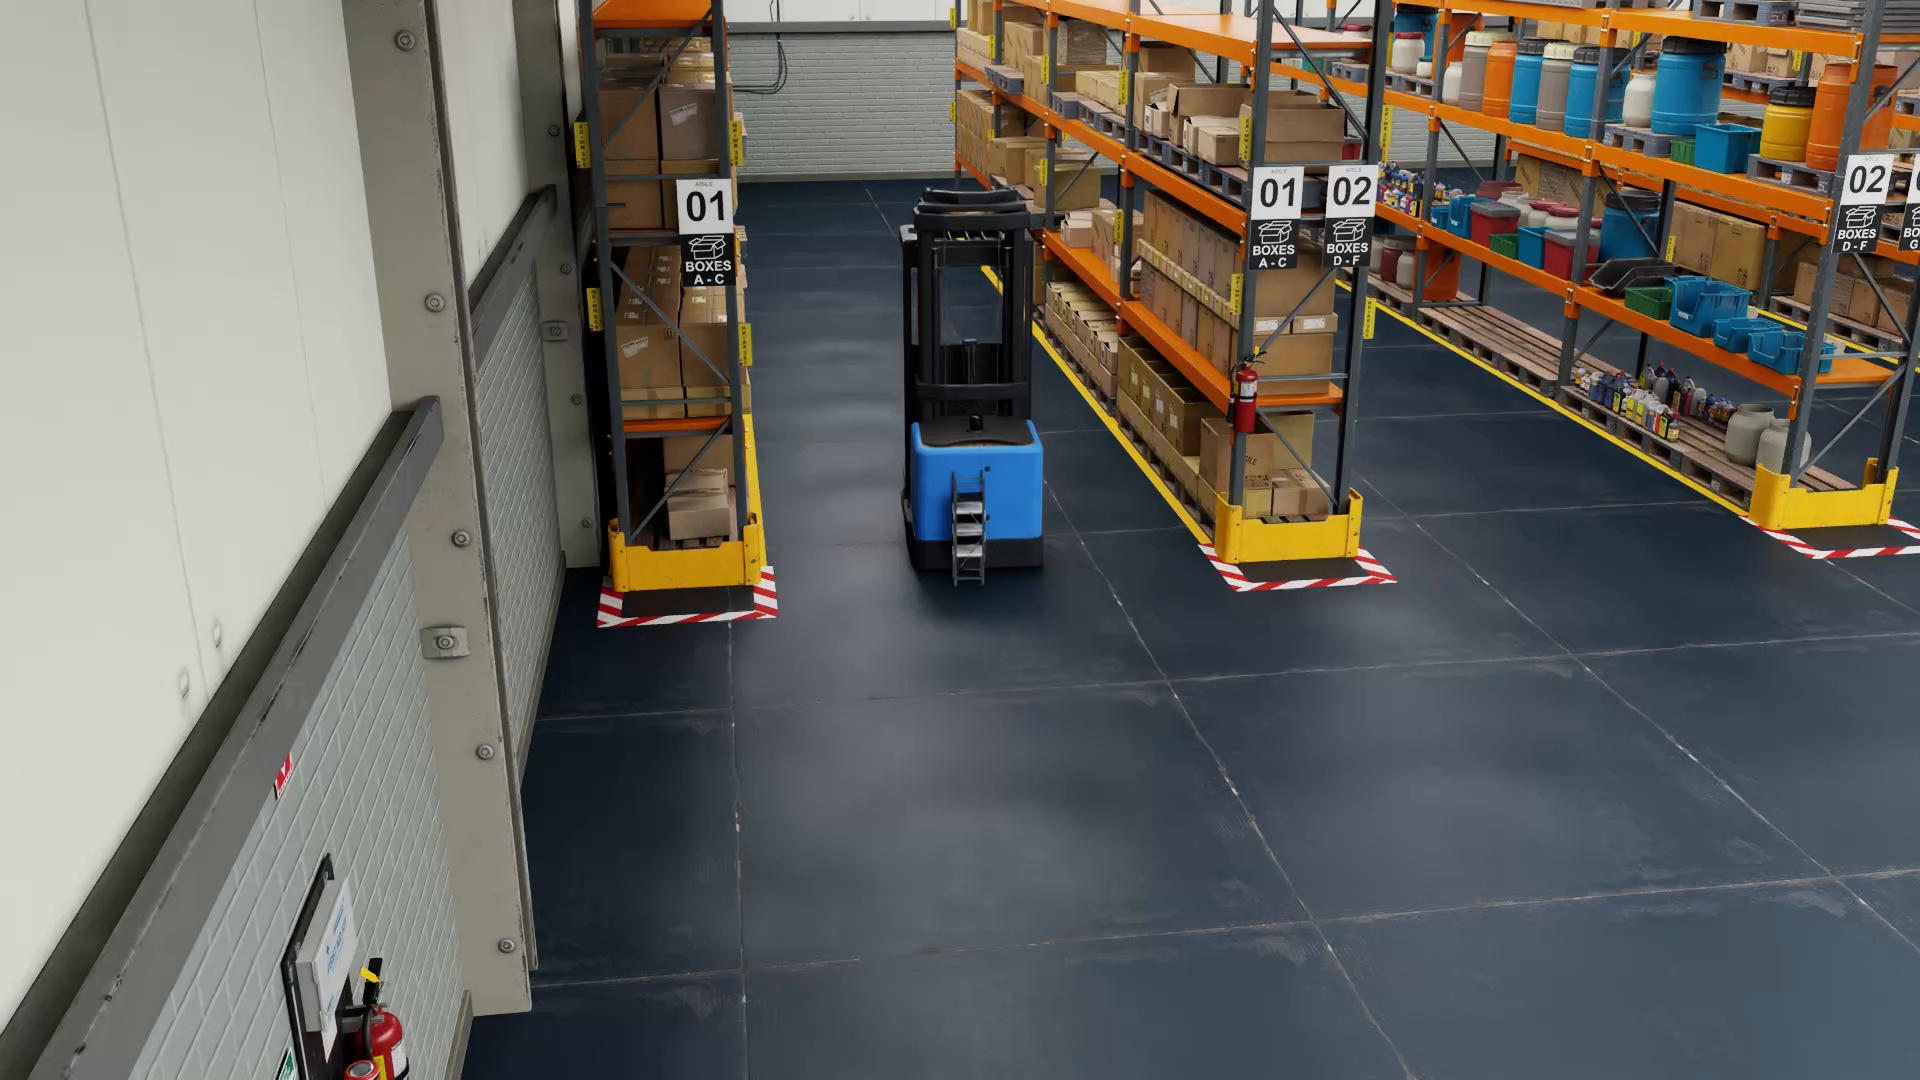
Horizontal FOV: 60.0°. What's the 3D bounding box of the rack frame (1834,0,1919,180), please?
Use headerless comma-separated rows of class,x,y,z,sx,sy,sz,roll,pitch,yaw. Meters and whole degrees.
rack frame,7.627,-4.365,13.041,1.000,3.000,0.127,-3,21,-8

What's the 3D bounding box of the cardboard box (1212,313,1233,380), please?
cardboard box,2.589,-1.696,14.328,0.700,0.500,0.500,-2,21,-6

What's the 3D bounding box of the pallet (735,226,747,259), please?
pallet,-3.122,-3.493,19.556,1.213,0.211,1.003,-3,21,-8

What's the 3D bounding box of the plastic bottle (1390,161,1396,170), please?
plastic bottle,6.353,-5.384,24.415,0.144,0.351,0.185,-3,21,-8

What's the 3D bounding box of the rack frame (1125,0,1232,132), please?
rack frame,2.148,-5.501,16.083,1.000,3.000,0.127,-3,21,-8

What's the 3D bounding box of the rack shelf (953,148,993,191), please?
rack shelf,0.706,-5.816,26.529,1.077,0.370,4.000,-3,21,-8

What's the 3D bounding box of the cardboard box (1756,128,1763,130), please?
cardboard box,11.285,-5.345,22.662,0.797,0.503,0.637,-2,21,-6

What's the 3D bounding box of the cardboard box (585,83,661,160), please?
cardboard box,-2.498,-3.120,12.396,0.500,0.500,0.500,-2,21,-5

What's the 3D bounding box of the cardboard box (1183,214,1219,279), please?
cardboard box,2.435,-2.671,15.082,0.700,0.500,0.500,-3,21,-8

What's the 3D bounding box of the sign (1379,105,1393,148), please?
sign,3.275,-3.183,12.803,0.100,0.325,0.005,-3,21,-8

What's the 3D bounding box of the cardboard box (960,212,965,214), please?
cardboard box,0.288,-5.388,27.655,0.500,0.250,0.500,-3,21,-8

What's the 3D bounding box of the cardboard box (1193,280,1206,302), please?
cardboard box,2.293,-2.227,14.822,0.380,0.149,0.250,-2,21,-6

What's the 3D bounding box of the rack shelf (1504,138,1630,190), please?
rack shelf,10.510,-6.314,27.863,1.077,0.370,4.000,-3,21,-8

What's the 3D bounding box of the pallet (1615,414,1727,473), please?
pallet,7.285,-0.975,16.525,1.003,0.211,1.213,-3,21,-8

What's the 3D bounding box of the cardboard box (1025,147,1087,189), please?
cardboard box,1.310,-5.095,22.829,0.700,0.500,0.500,-8,22,-21

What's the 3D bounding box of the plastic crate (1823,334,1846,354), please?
plastic crate,7.816,-1.757,15.009,0.298,0.136,0.250,-3,21,-8

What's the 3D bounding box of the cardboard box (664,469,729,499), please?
cardboard box,-2.270,-0.443,14.328,0.500,0.311,0.500,-1,21,-3

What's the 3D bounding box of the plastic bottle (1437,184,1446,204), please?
plastic bottle,6.622,-4.758,22.851,0.097,0.271,0.097,0,20,0

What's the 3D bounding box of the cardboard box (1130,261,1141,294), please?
cardboard box,2.034,-2.789,17.610,0.500,0.250,0.500,-2,21,-4

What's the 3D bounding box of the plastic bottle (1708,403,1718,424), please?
plastic bottle,7.596,-1.280,16.728,0.097,0.201,0.097,0,20,0

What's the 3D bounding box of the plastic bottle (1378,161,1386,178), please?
plastic bottle,6.211,-5.377,24.396,0.144,0.351,0.185,-3,21,-8

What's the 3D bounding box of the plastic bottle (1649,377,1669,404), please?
plastic bottle,7.313,-1.578,17.419,0.152,0.276,0.135,-3,21,-8

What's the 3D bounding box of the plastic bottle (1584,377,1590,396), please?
plastic bottle,6.692,-1.631,17.668,0.097,0.201,0.097,0,20,0

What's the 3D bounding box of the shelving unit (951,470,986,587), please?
shelving unit,0.067,-0.088,13.166,0.258,0.900,0.210,-1,21,-4

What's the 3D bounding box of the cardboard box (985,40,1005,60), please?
cardboard box,0.656,-7.184,24.377,0.500,0.250,0.500,-3,21,-8

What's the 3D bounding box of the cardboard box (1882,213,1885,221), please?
cardboard box,11.389,-4.108,20.543,0.500,0.250,0.500,-4,21,-9

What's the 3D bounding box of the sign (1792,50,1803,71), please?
sign,10.824,-6.233,21.479,0.100,0.325,0.005,-3,21,-8

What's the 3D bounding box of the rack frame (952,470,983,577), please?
rack frame,0.059,-0.124,13.261,0.240,0.900,0.006,-1,21,-4

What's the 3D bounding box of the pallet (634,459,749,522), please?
pallet,-2.443,-0.479,15.197,1.003,0.211,1.213,-3,21,-8

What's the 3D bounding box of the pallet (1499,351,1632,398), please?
pallet,6.898,-1.903,19.009,1.003,0.211,1.213,-3,21,-8

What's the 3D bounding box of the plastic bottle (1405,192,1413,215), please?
plastic bottle,5.960,-4.468,22.058,0.061,0.283,0.133,-3,21,-8

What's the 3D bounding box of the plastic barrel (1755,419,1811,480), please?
plastic barrel,7.456,-0.809,15.052,0.421,0.512,0.421,0,20,0

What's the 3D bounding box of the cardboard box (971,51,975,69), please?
cardboard box,0.452,-7.470,25.857,0.500,0.250,0.500,-3,21,-8

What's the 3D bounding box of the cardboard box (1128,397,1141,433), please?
cardboard box,1.982,-1.250,16.606,0.500,0.250,0.500,-3,21,-8

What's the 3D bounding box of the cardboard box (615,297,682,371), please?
cardboard box,-2.518,-1.672,13.520,0.500,0.500,0.500,-3,21,-7

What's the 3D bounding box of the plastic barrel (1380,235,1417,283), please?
plastic barrel,6.223,-3.951,23.353,0.600,0.588,0.708,-3,21,-8

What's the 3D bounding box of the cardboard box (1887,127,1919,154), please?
cardboard box,15.372,-6.513,26.800,0.500,0.500,0.500,-3,21,-8

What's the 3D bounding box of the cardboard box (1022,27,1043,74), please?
cardboard box,1.189,-6.516,22.203,0.600,0.600,0.600,-4,21,-10

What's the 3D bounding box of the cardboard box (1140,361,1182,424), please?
cardboard box,2.049,-1.428,16.010,0.500,0.500,0.500,-3,21,-8

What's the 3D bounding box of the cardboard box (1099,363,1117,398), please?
cardboard box,1.801,-1.728,17.886,0.500,0.250,0.500,-3,21,-8

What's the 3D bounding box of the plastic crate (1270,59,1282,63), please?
plastic crate,5.269,-7.927,26.955,0.504,0.338,0.767,-3,21,-8

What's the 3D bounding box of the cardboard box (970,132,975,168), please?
cardboard box,0.441,-6.200,26.386,0.500,0.500,0.500,-3,21,-7

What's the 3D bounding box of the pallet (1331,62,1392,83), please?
pallet,6.107,-6.759,24.009,1.213,0.211,1.003,-3,21,-8

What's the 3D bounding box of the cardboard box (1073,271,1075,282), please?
cardboard box,1.707,-3.464,22.146,0.500,0.500,0.500,-4,21,-10

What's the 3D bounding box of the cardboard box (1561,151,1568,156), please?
cardboard box,10.209,-6.463,27.593,0.380,0.149,0.250,-3,21,-7

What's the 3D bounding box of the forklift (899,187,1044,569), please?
forklift,0.049,-1.610,14.337,1.130,2.935,3.031,-1,21,-4

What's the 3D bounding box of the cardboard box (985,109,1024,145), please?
cardboard box,0.666,-6.138,24.790,0.500,0.500,0.500,-3,21,-7

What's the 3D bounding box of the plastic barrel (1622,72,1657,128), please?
plastic barrel,6.918,-4.434,16.755,0.421,0.512,0.421,0,20,0

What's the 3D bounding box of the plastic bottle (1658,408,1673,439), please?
plastic bottle,6.893,-1.141,16.238,0.061,0.283,0.133,-2,21,-6

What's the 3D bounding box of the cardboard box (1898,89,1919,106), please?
cardboard box,11.348,-5.378,20.255,0.500,0.250,0.500,-2,21,-7

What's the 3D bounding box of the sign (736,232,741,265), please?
sign,-2.218,-2.875,16.389,0.100,0.325,0.005,-3,21,-8

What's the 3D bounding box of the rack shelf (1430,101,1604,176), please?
rack shelf,6.762,-4.700,19.253,1.077,0.370,4.000,-3,21,-8

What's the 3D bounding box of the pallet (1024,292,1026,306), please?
pallet,1.329,-3.451,23.155,1.003,0.211,1.213,-3,21,-8

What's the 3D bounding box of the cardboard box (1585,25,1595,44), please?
cardboard box,10.618,-8.297,26.970,0.700,0.500,0.500,-2,21,-5

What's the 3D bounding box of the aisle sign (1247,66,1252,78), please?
aisle sign,5.016,-8.322,28.494,0.394,0.787,0.004,-3,21,-8

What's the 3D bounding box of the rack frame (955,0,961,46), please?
rack frame,0.418,-9.656,27.207,1.000,3.000,0.127,-3,21,-8

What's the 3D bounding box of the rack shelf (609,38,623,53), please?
rack shelf,-3.042,-5.418,17.461,1.077,0.370,4.000,-3,21,-8

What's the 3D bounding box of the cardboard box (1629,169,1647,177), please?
cardboard box,10.617,-5.834,25.406,0.500,0.500,0.500,-3,21,-8
